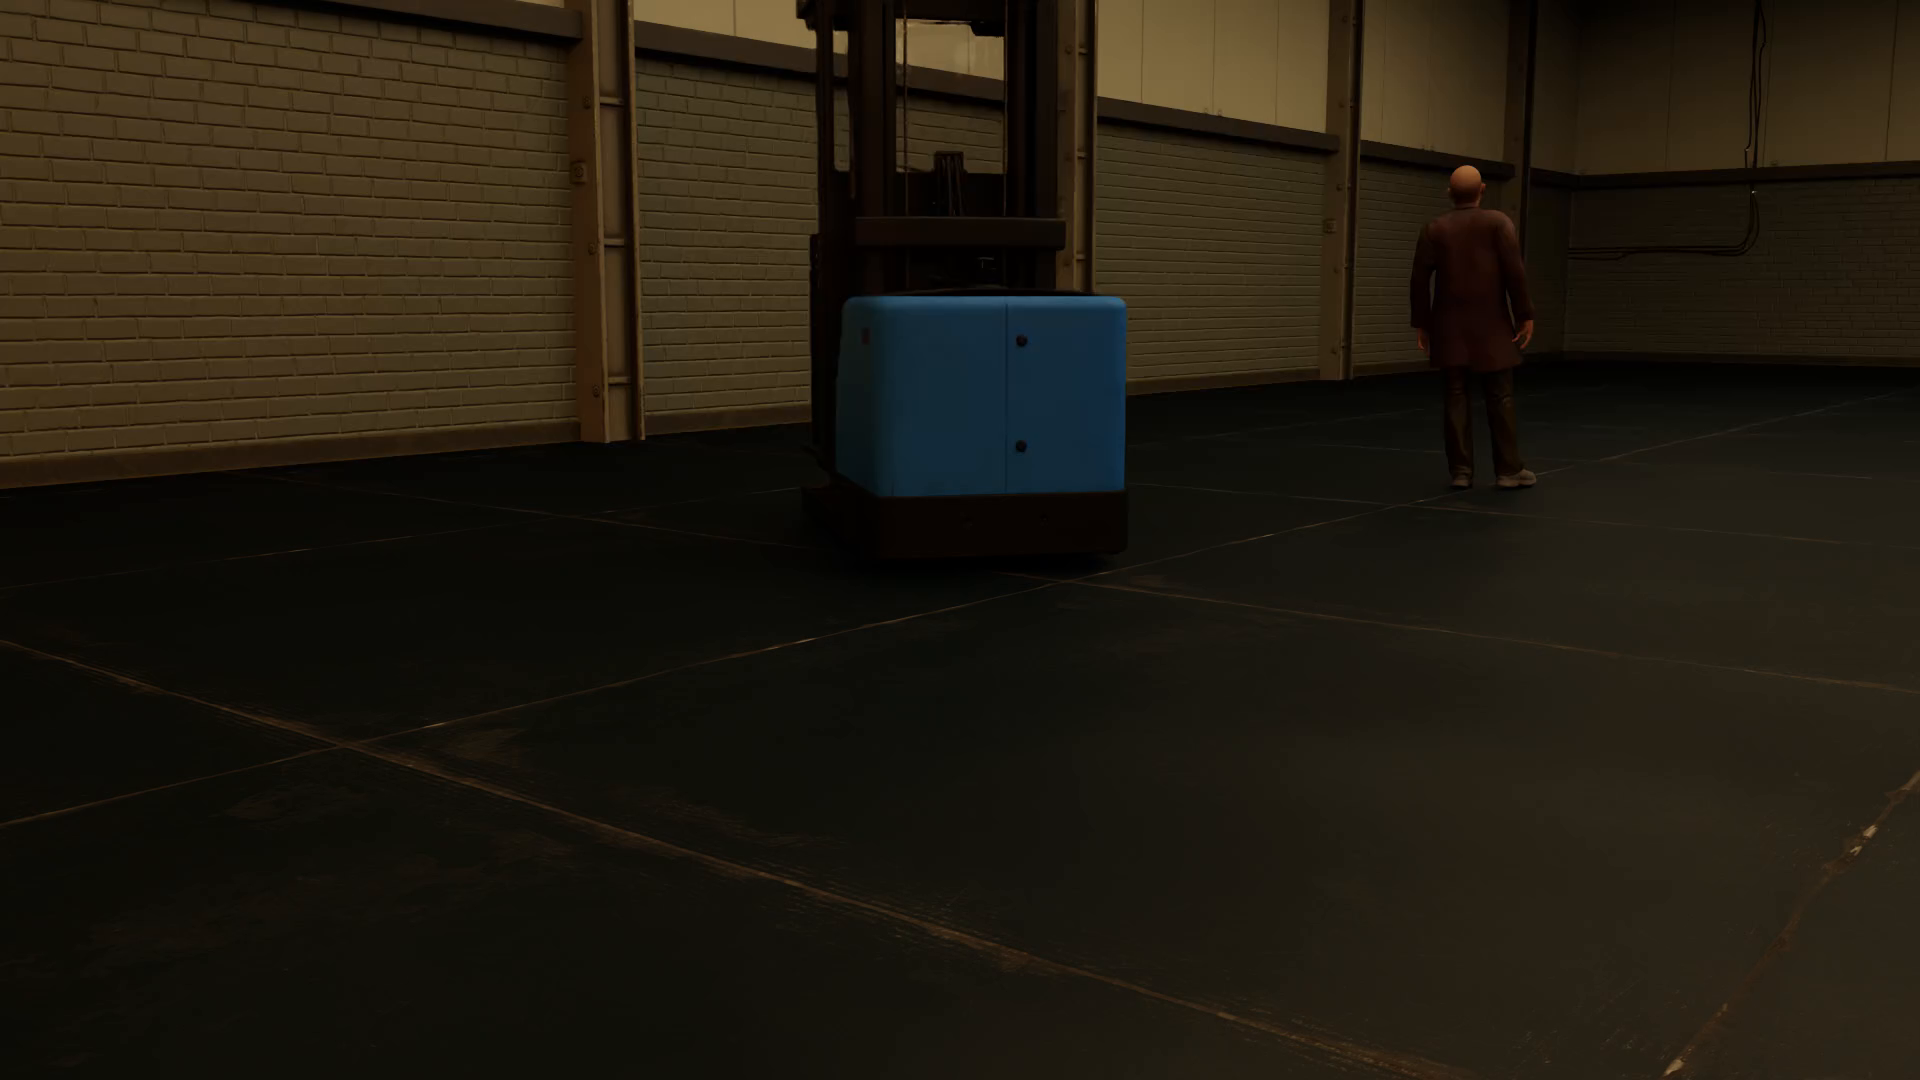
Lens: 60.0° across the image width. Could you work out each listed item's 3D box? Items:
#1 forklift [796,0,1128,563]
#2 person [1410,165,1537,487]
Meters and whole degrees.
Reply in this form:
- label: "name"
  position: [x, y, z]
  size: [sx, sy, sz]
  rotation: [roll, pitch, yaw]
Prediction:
- label: "forklift"
  position: [-0.156, -1.532, 7.751]
  size: [1.130, 2.935, 3.031]
  rotation: [-2, 9, -13]
- label: "person"
  position: [2.897, -1.191, 9.351]
  size: [0.694, 1.775, 0.582]
  rotation: [5, 10, 32]
